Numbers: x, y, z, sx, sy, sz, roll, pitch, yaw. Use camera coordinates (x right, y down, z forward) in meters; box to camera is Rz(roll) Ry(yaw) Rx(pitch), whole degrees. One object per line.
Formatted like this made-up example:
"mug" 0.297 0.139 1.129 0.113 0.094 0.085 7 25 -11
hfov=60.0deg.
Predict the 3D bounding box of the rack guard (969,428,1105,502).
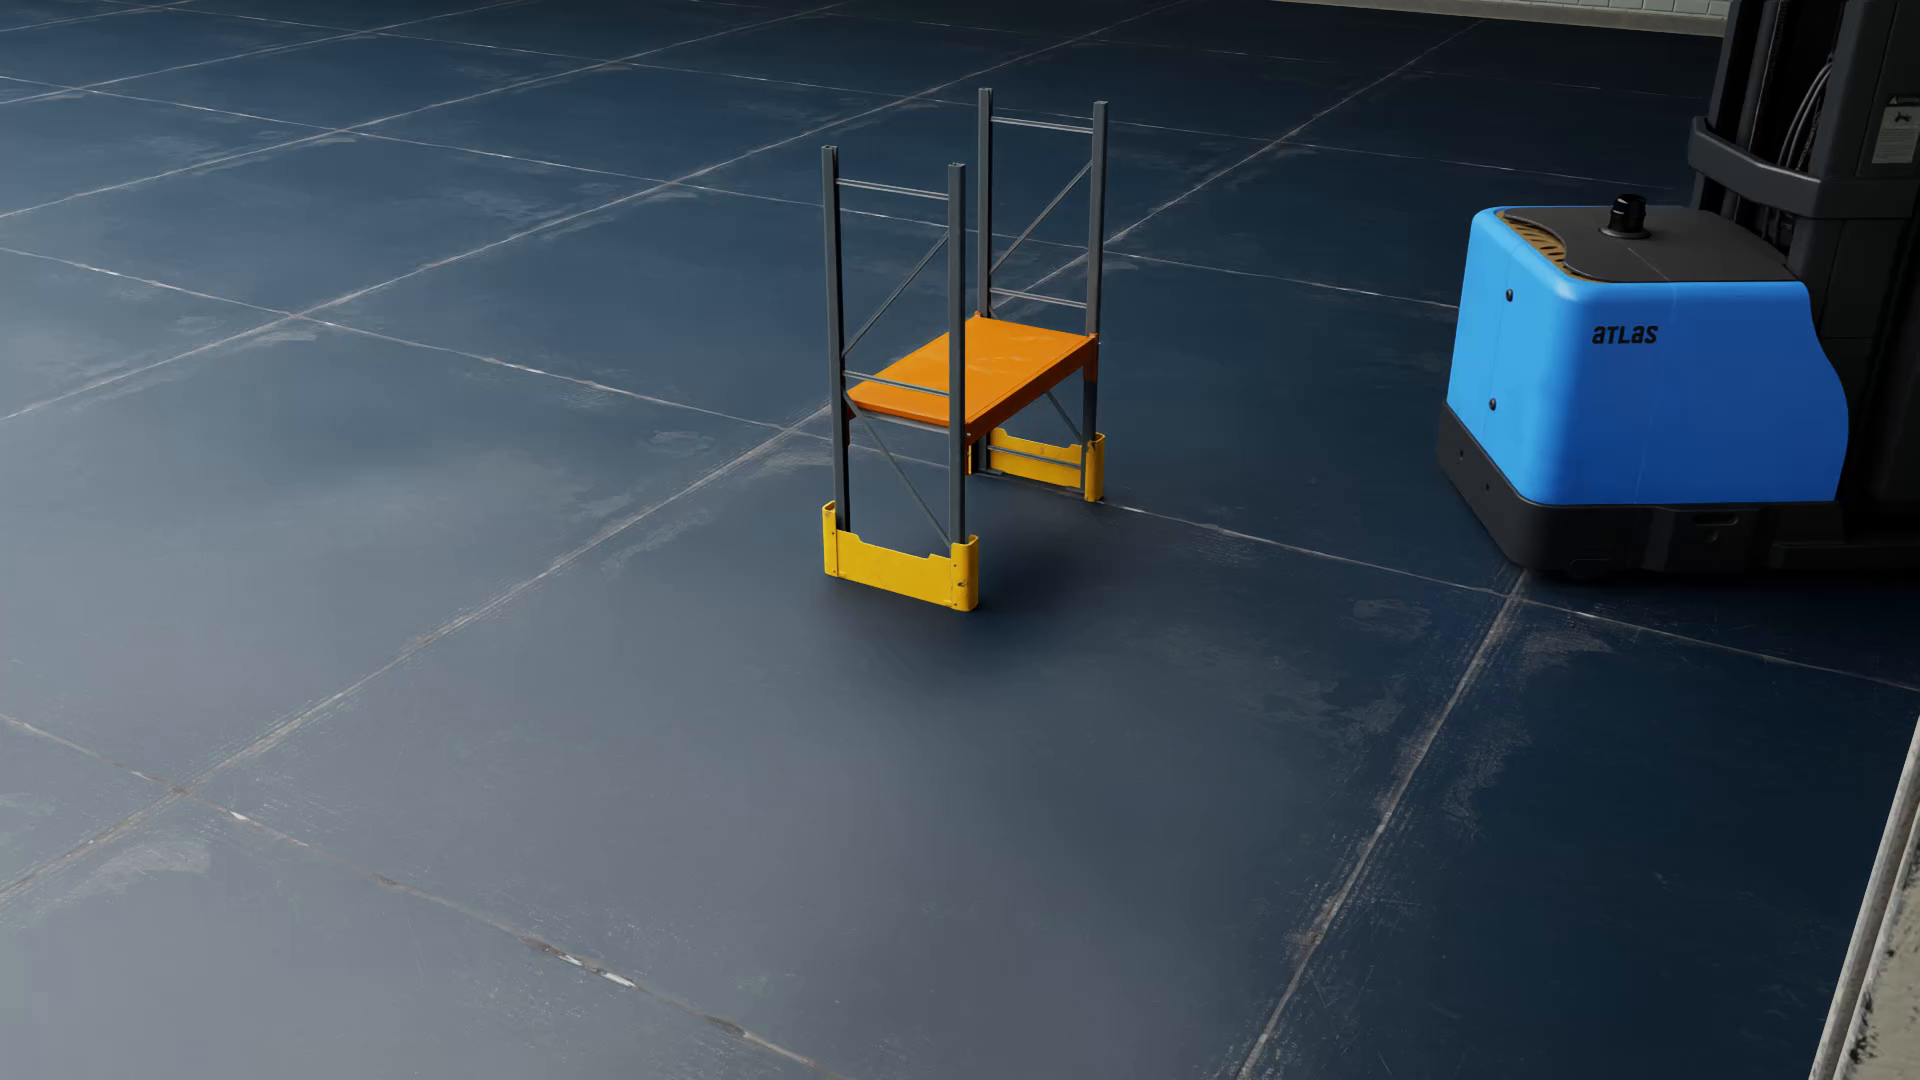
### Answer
"rack guard" 0.282 -0.336 6.481 0.587 0.250 0.087 14 30 26

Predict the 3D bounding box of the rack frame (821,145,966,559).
"rack frame" -0.208 -0.506 5.425 0.500 1.500 0.032 14 30 26

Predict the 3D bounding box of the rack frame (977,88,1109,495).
"rack frame" 0.292 -0.902 6.217 0.500 1.500 0.032 14 30 26

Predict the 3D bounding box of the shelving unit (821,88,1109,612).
"shelving unit" 0.038 -0.700 5.814 0.587 1.500 1.083 14 30 26

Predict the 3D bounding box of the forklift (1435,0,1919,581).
"forklift" 3.408 -1.401 5.614 3.031 2.935 1.130 -1 27 -2

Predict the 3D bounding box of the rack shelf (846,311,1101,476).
"rack shelf" 0.042 -0.543 5.901 0.538 0.185 1.000 14 30 26

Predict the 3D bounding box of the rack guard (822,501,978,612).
"rack guard" -0.207 0.053 5.706 0.587 0.250 0.087 14 30 26
